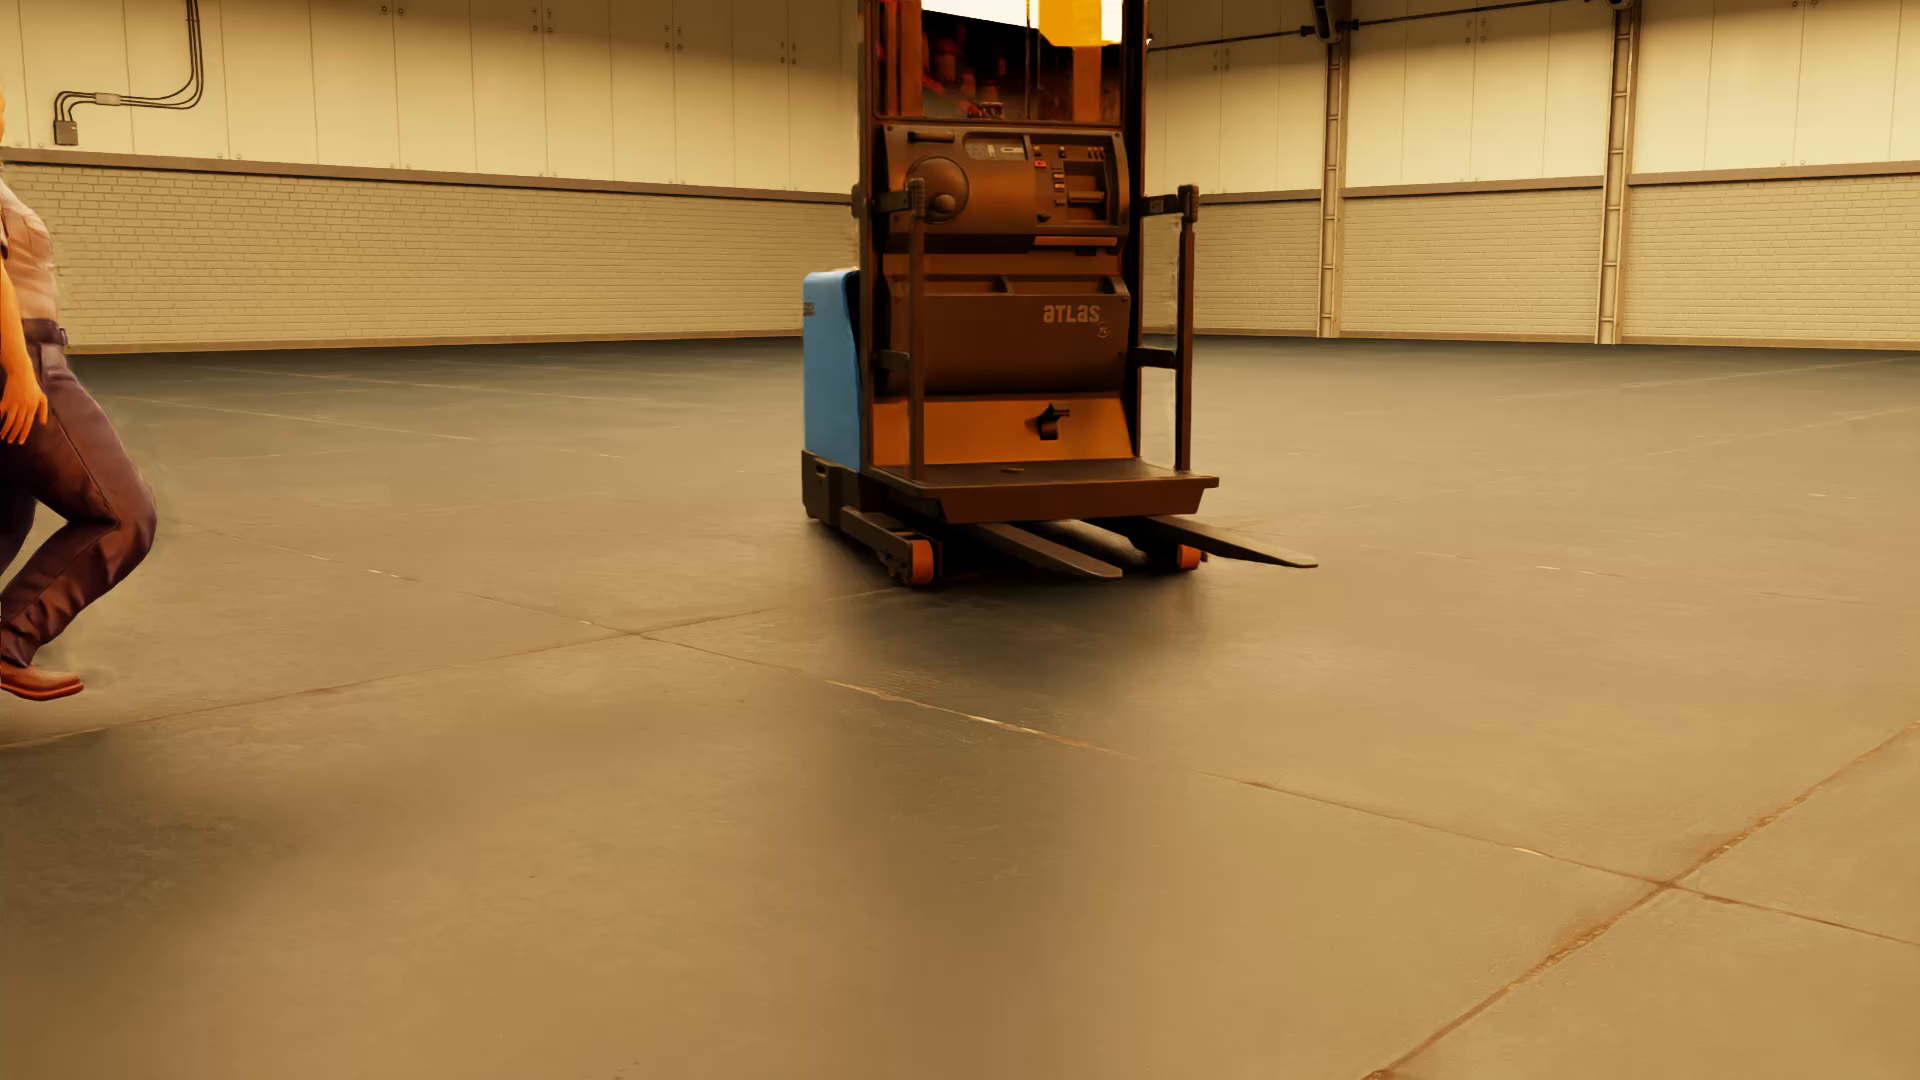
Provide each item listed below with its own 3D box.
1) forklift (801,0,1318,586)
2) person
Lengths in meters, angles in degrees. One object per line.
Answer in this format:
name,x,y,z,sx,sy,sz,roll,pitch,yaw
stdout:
forklift,0.242,-1.357,5.886,1.130,2.935,3.031,-3,9,-18
person,-2.283,-0.361,3.939,0.839,1.566,0.504,8,12,44
